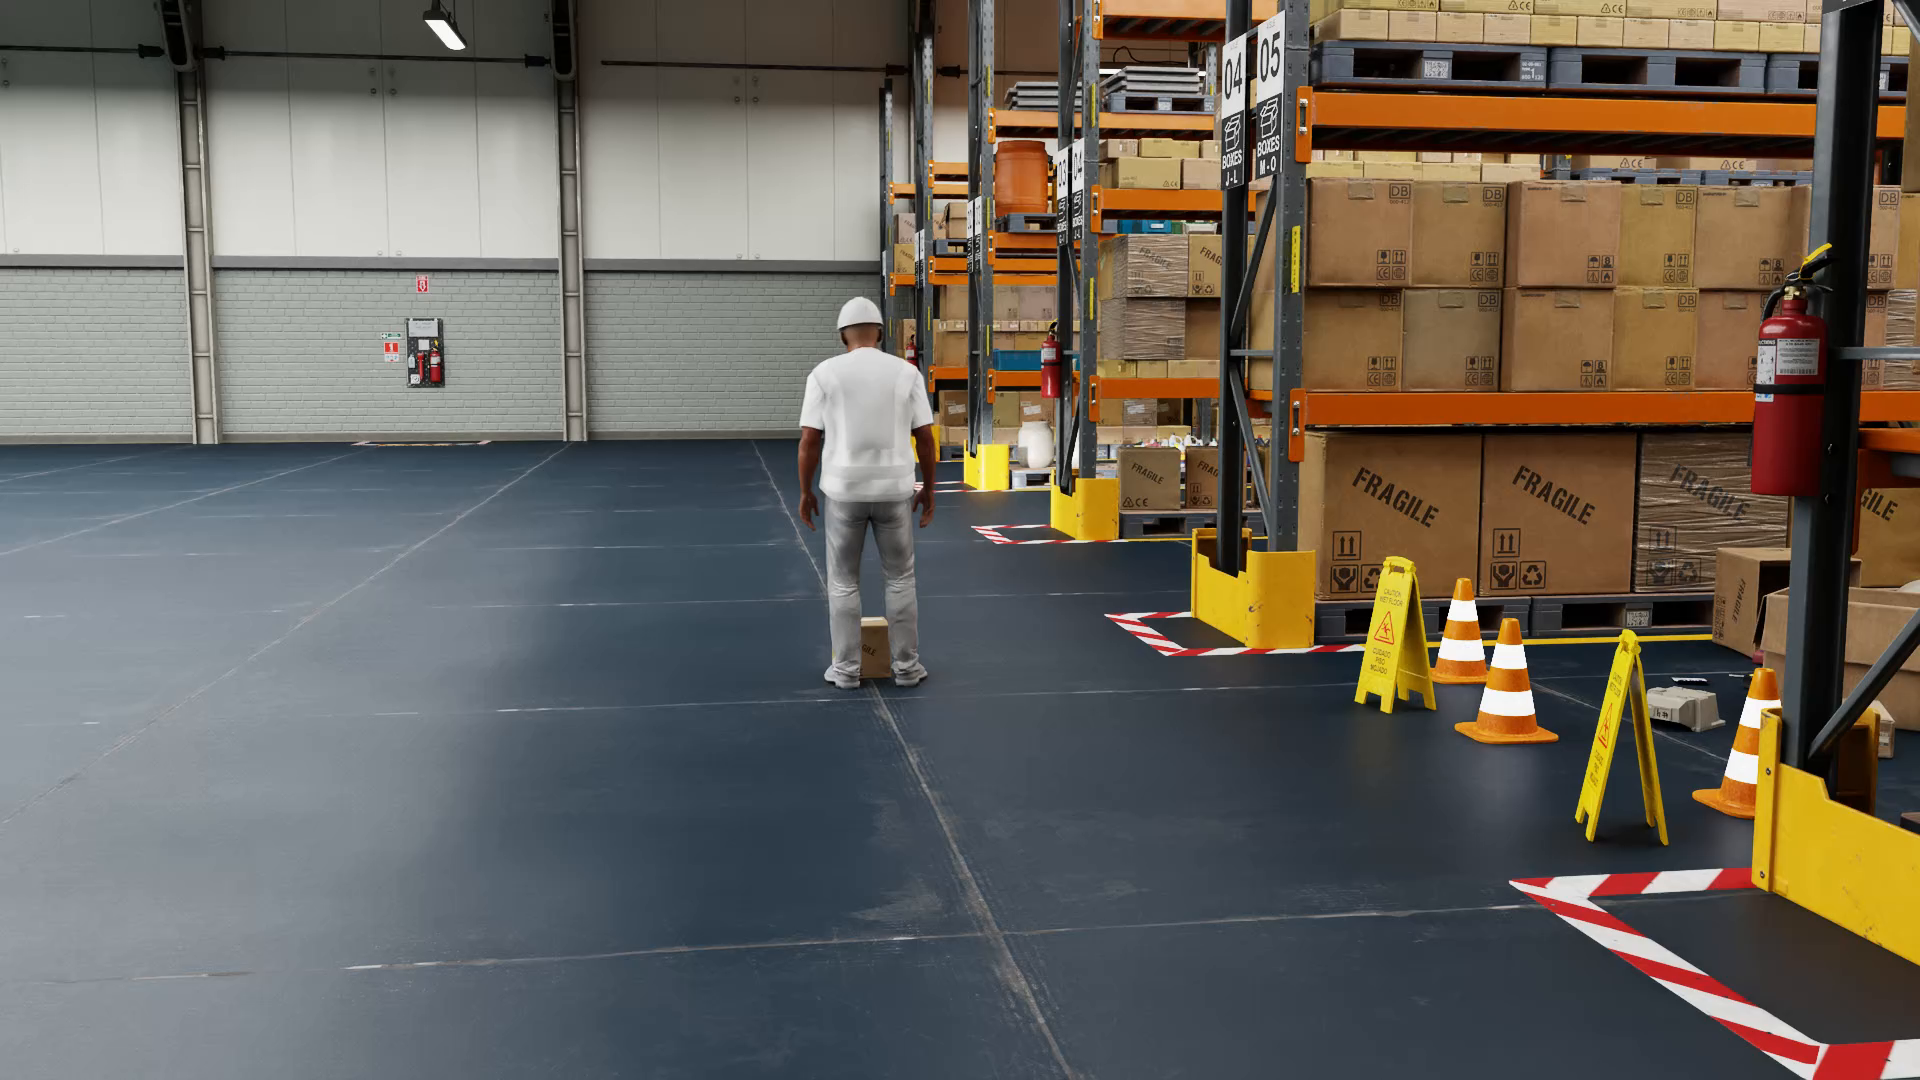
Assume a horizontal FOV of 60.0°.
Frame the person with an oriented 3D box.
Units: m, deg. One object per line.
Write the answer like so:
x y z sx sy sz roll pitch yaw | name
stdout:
-0.419 -0.216 7.545 0.627 1.761 0.460 -1 7 -9 | person
